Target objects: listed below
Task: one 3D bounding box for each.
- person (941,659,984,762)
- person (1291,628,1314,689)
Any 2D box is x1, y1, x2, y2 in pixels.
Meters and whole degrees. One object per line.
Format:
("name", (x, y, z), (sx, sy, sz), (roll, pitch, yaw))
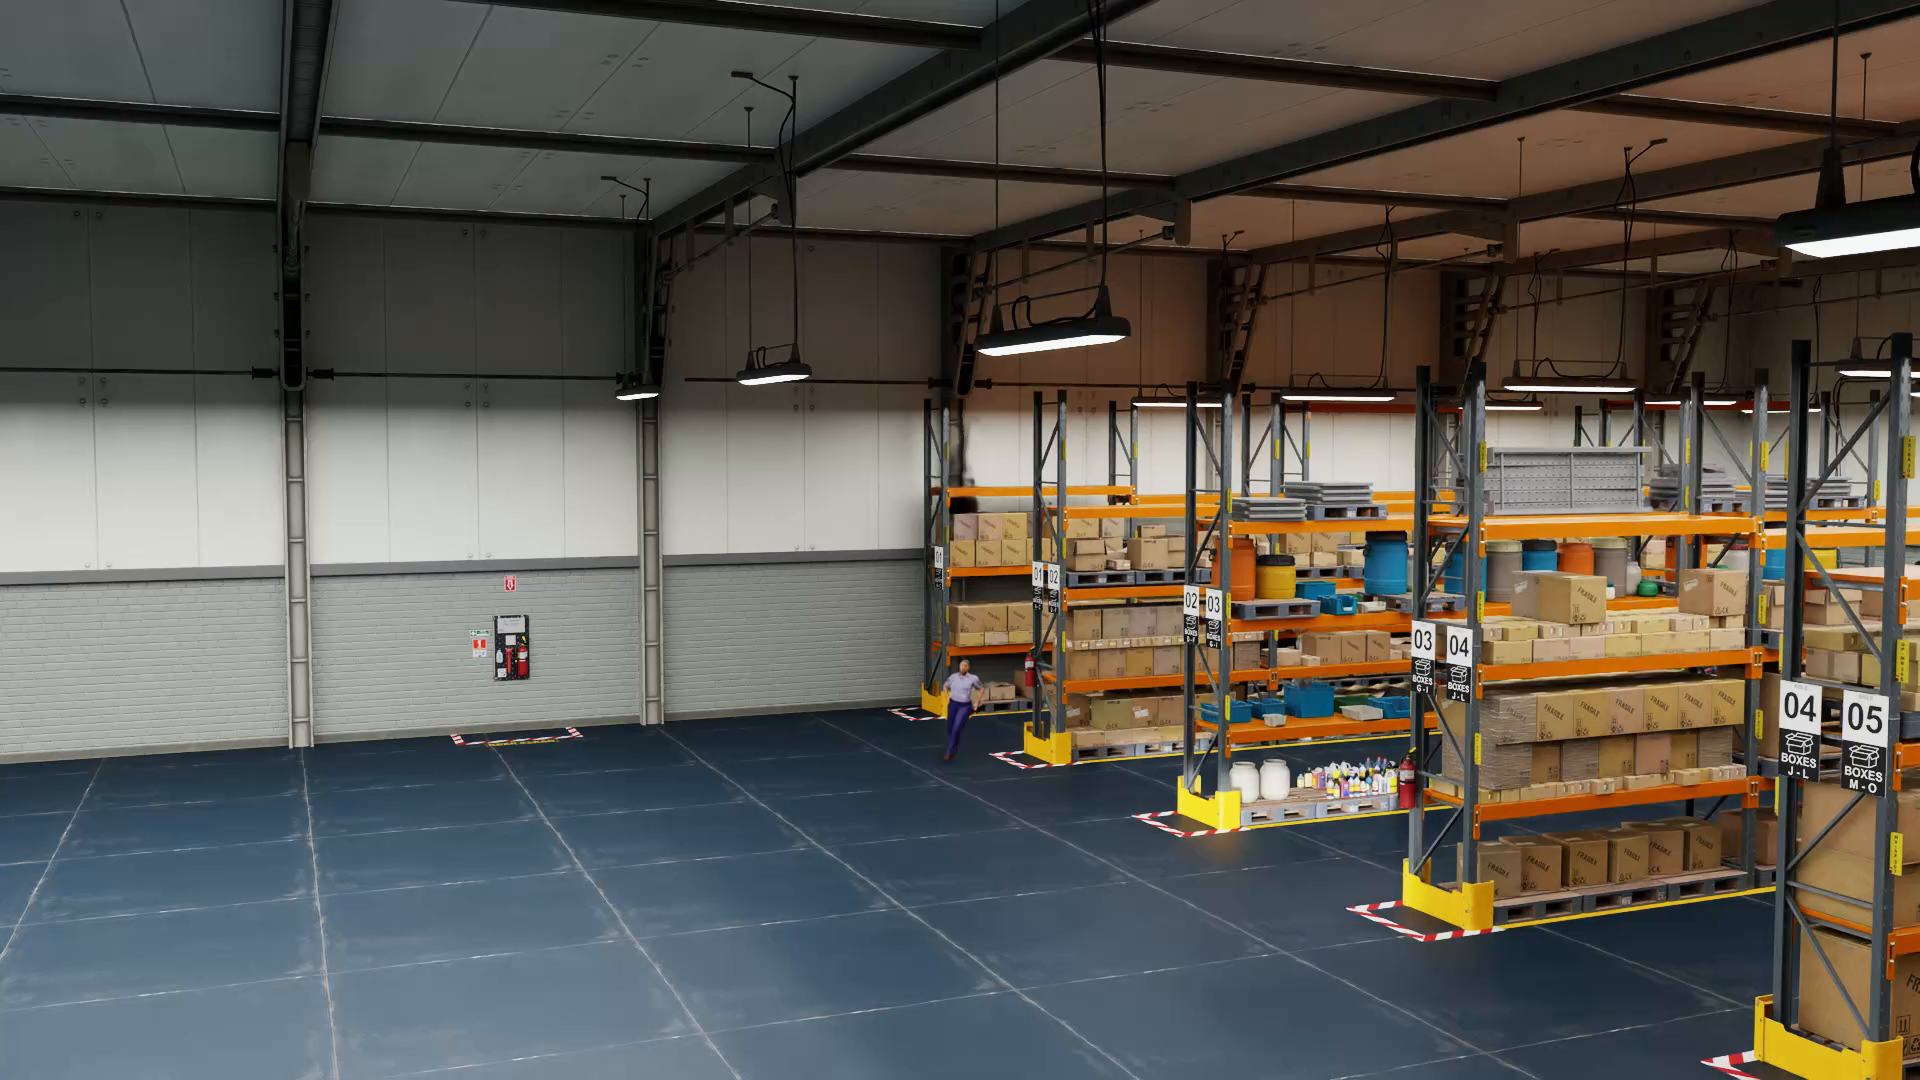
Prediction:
("person", (0.003, 2.762, 27.145), (0.691, 1.608, 0.925), (1, 4, 20))
("person", (6.559, 2.394, 31.577), (0.983, 1.805, 0.651), (-1, 4, -24))
